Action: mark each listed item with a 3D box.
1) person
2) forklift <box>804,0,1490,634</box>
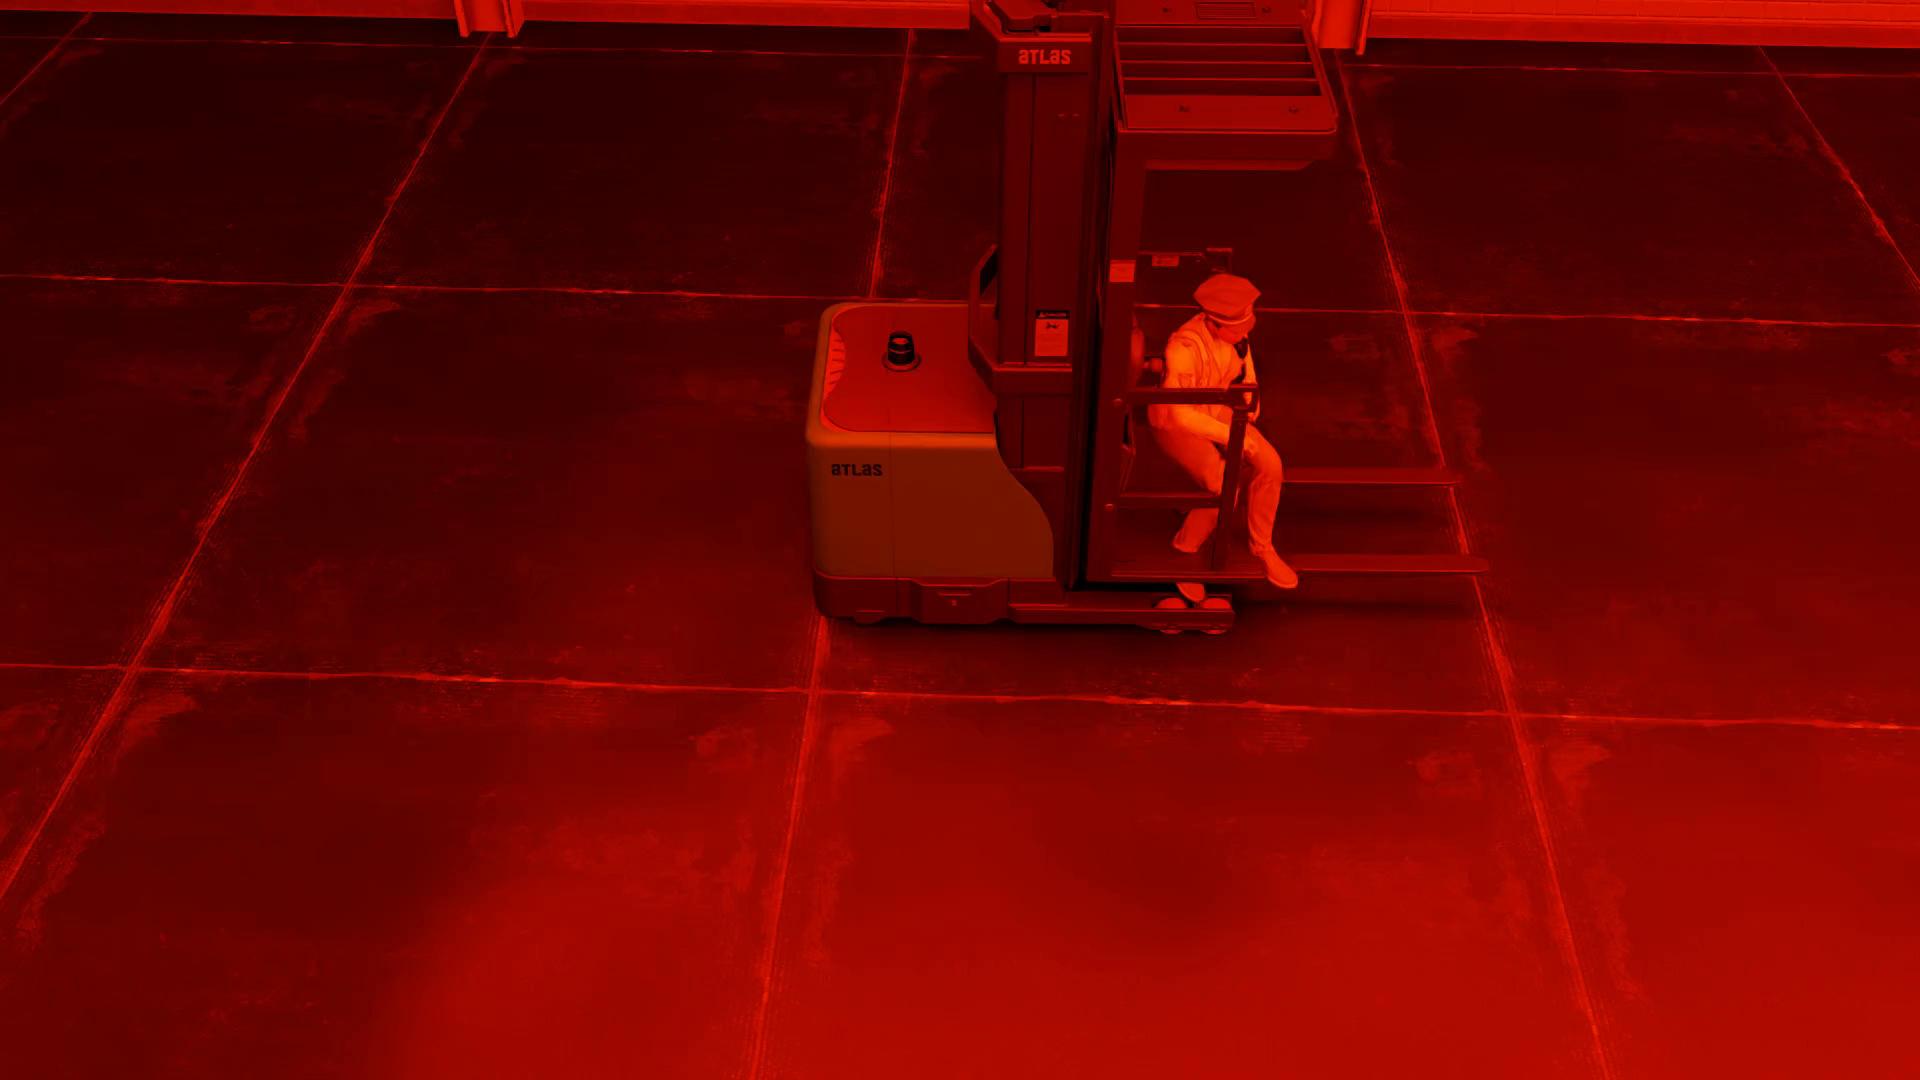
[{"bbox_3d":[1.208,-0.444,7.149,0.708,1.405,0.883,-32,51,-30],"label":"person"},{"bbox_3d":[0.865,-1.026,6.866,3.031,2.935,1.130,1,42,1],"label":"forklift"}]
